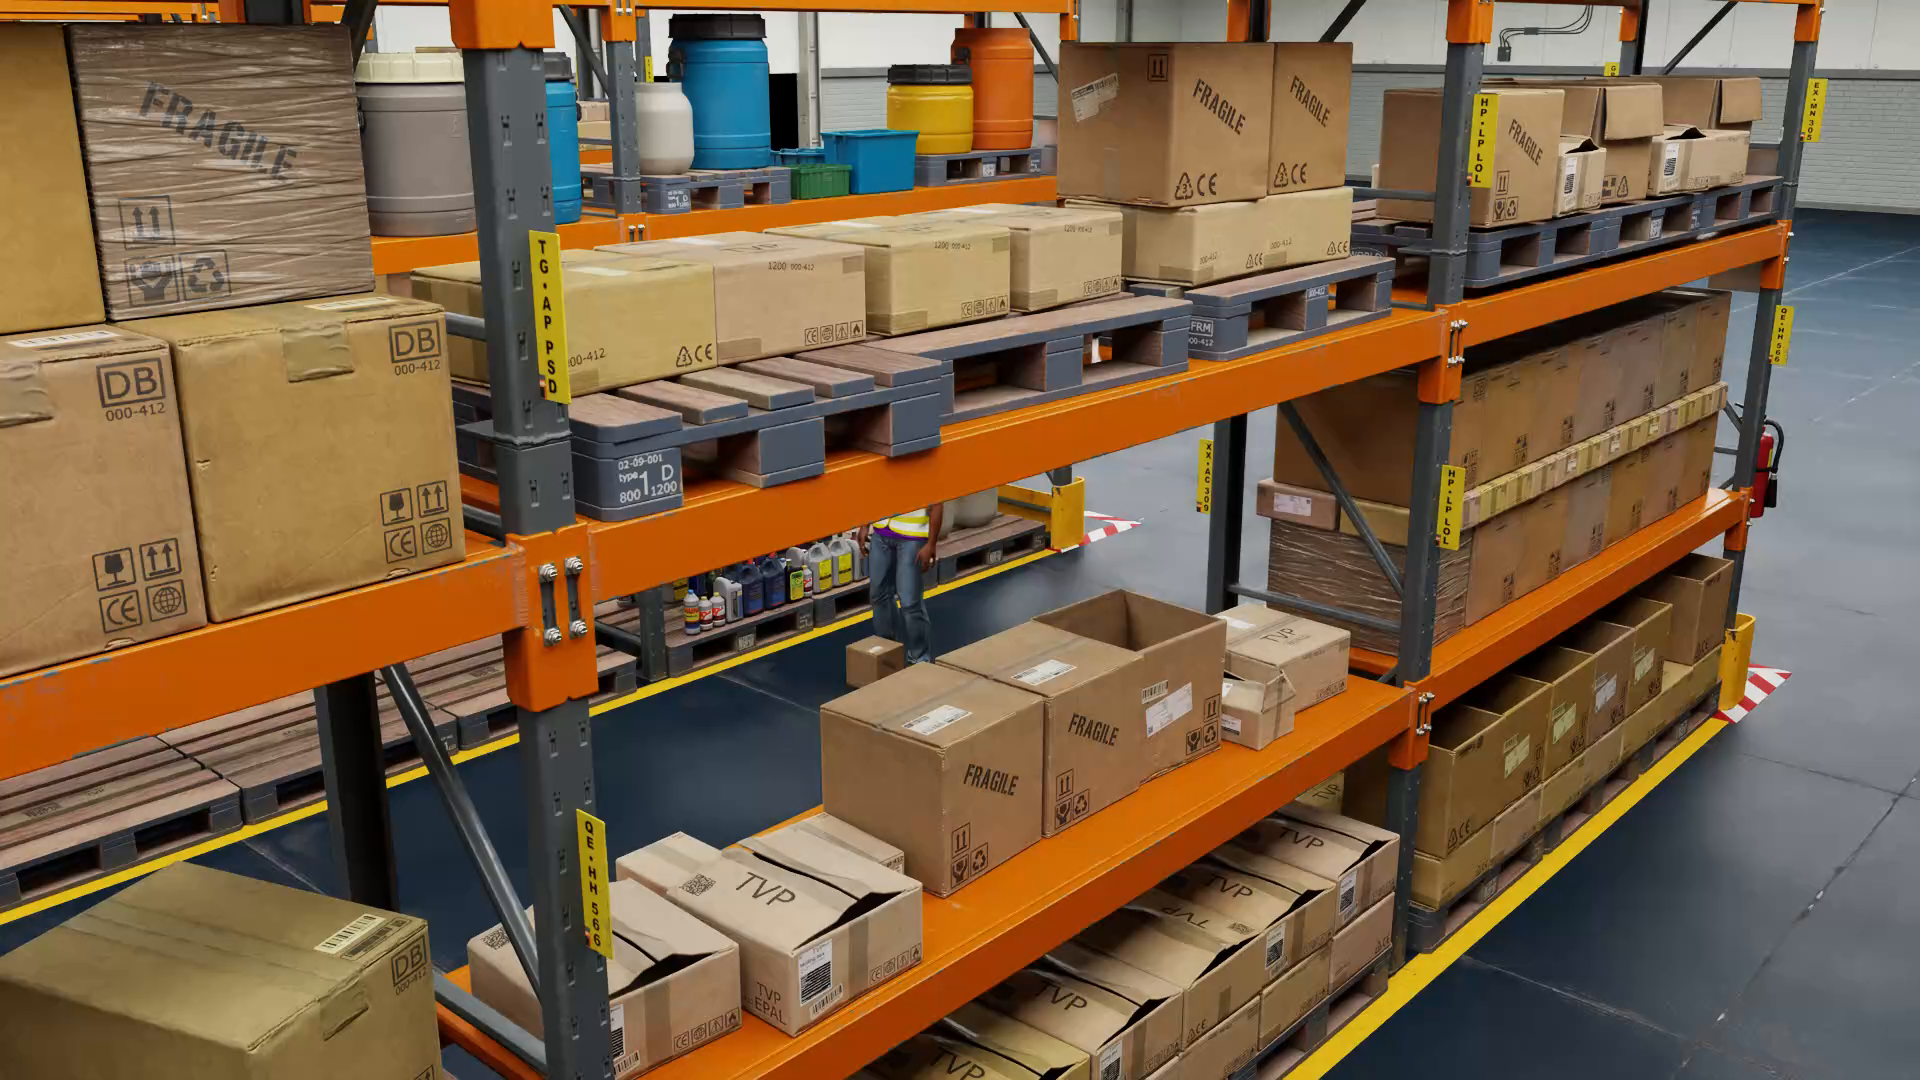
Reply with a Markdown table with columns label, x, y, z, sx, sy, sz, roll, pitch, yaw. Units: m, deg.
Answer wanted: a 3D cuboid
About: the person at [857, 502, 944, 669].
| label | x | y | z | sx | sy | sz | roll | pitch | yaw |
| --- | --- | --- | --- | --- | --- | --- | --- | --- | --- |
| person | -0.377 | -0.019 | 10.074 | 0.625 | 1.760 | 0.459 | 14 | 22 | 39 |
